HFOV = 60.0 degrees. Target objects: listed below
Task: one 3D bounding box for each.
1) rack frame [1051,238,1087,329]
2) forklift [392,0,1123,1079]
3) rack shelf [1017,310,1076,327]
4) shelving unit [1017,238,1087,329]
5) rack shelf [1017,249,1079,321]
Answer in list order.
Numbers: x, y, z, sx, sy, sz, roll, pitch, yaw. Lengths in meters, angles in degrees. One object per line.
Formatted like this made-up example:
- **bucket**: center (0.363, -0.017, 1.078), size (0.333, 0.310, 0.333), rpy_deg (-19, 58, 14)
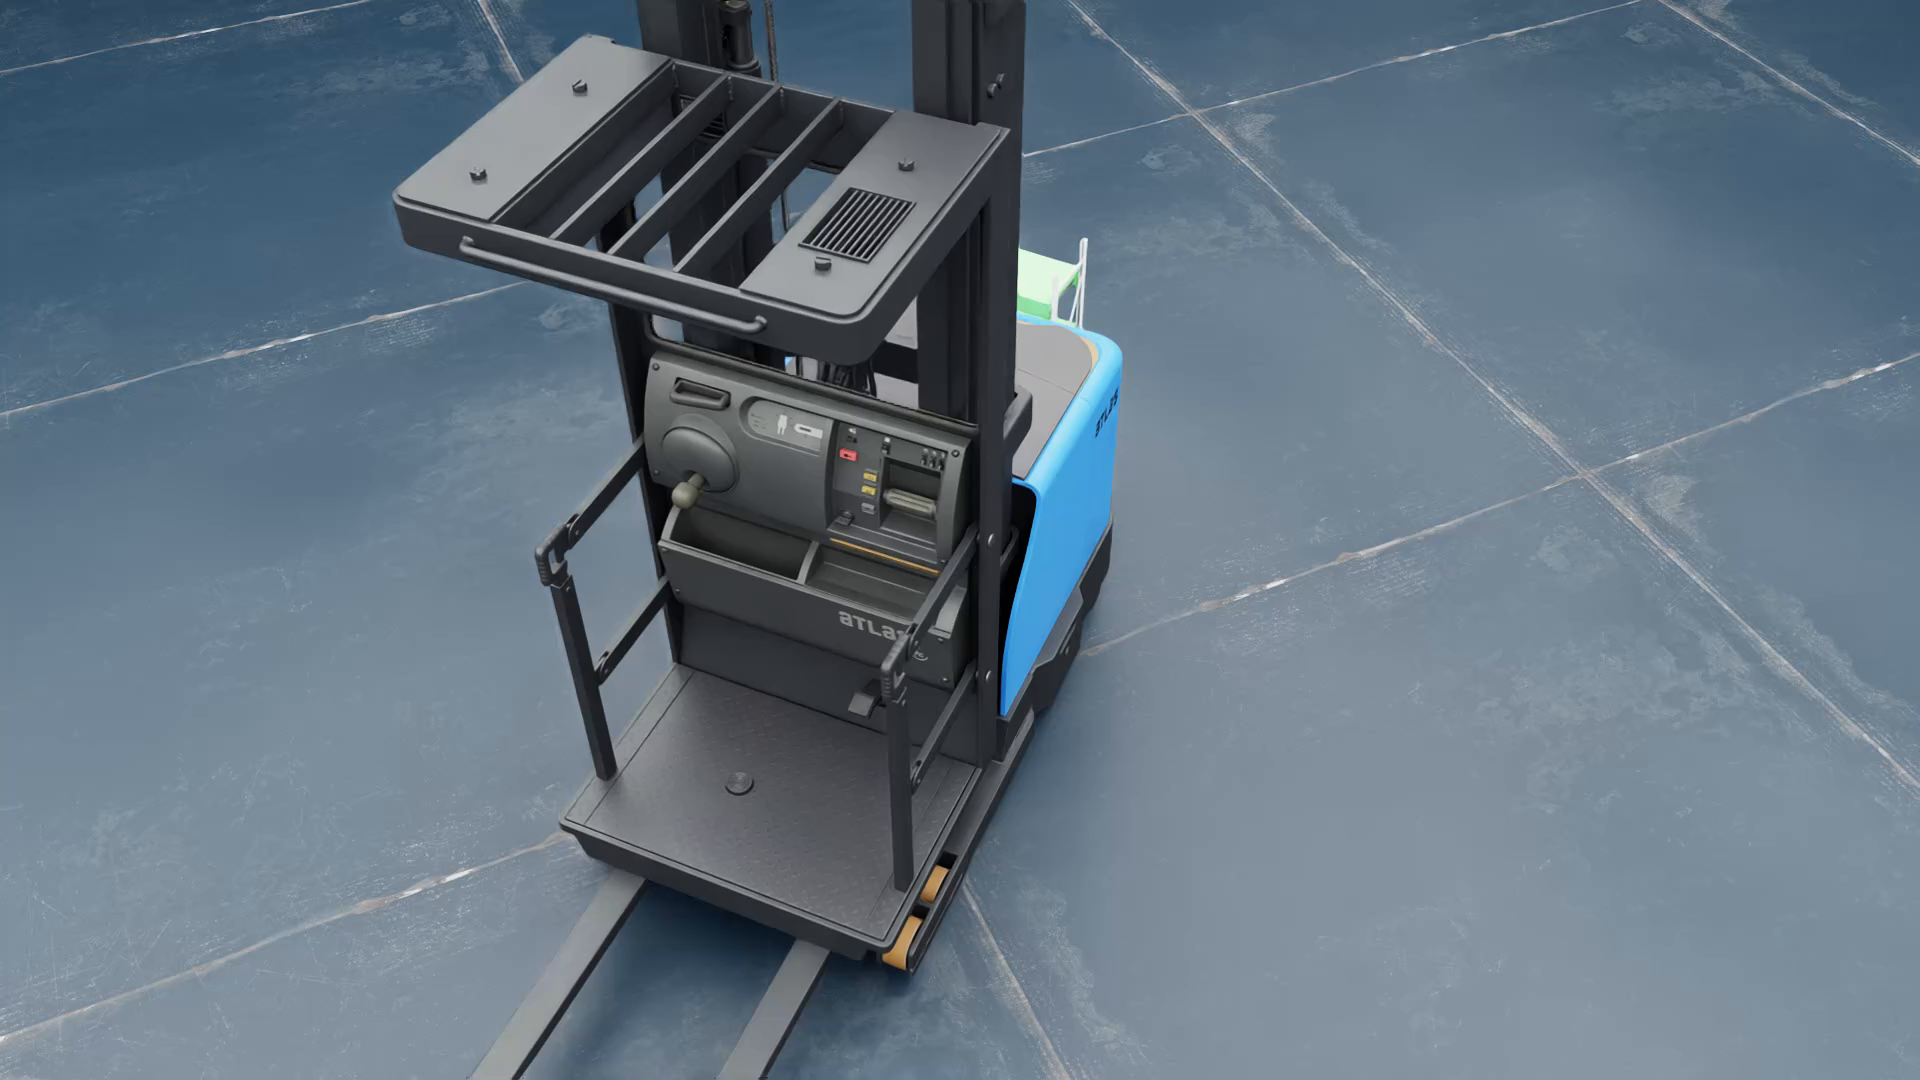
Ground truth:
- **rack frame**: center (0.363, -0.507, 5.909), size (0.015, 1.200, 0.240), rpy_deg (20, 48, 19)
- **forklift**: center (-0.507, -0.116, 4.281), size (1.130, 2.935, 3.031), rpy_deg (17, 47, 16)
- **rack shelf**: center (0.148, -0.713, 5.867), size (0.480, 0.148, 0.258), rpy_deg (20, 48, 19)
- **shelving unit**: center (0.148, -0.587, 5.991), size (0.503, 1.200, 0.258), rpy_deg (20, 48, 19)
- **rack shelf**: center (0.148, -0.884, 5.699), size (0.480, 0.148, 0.258), rpy_deg (20, 48, 19)
